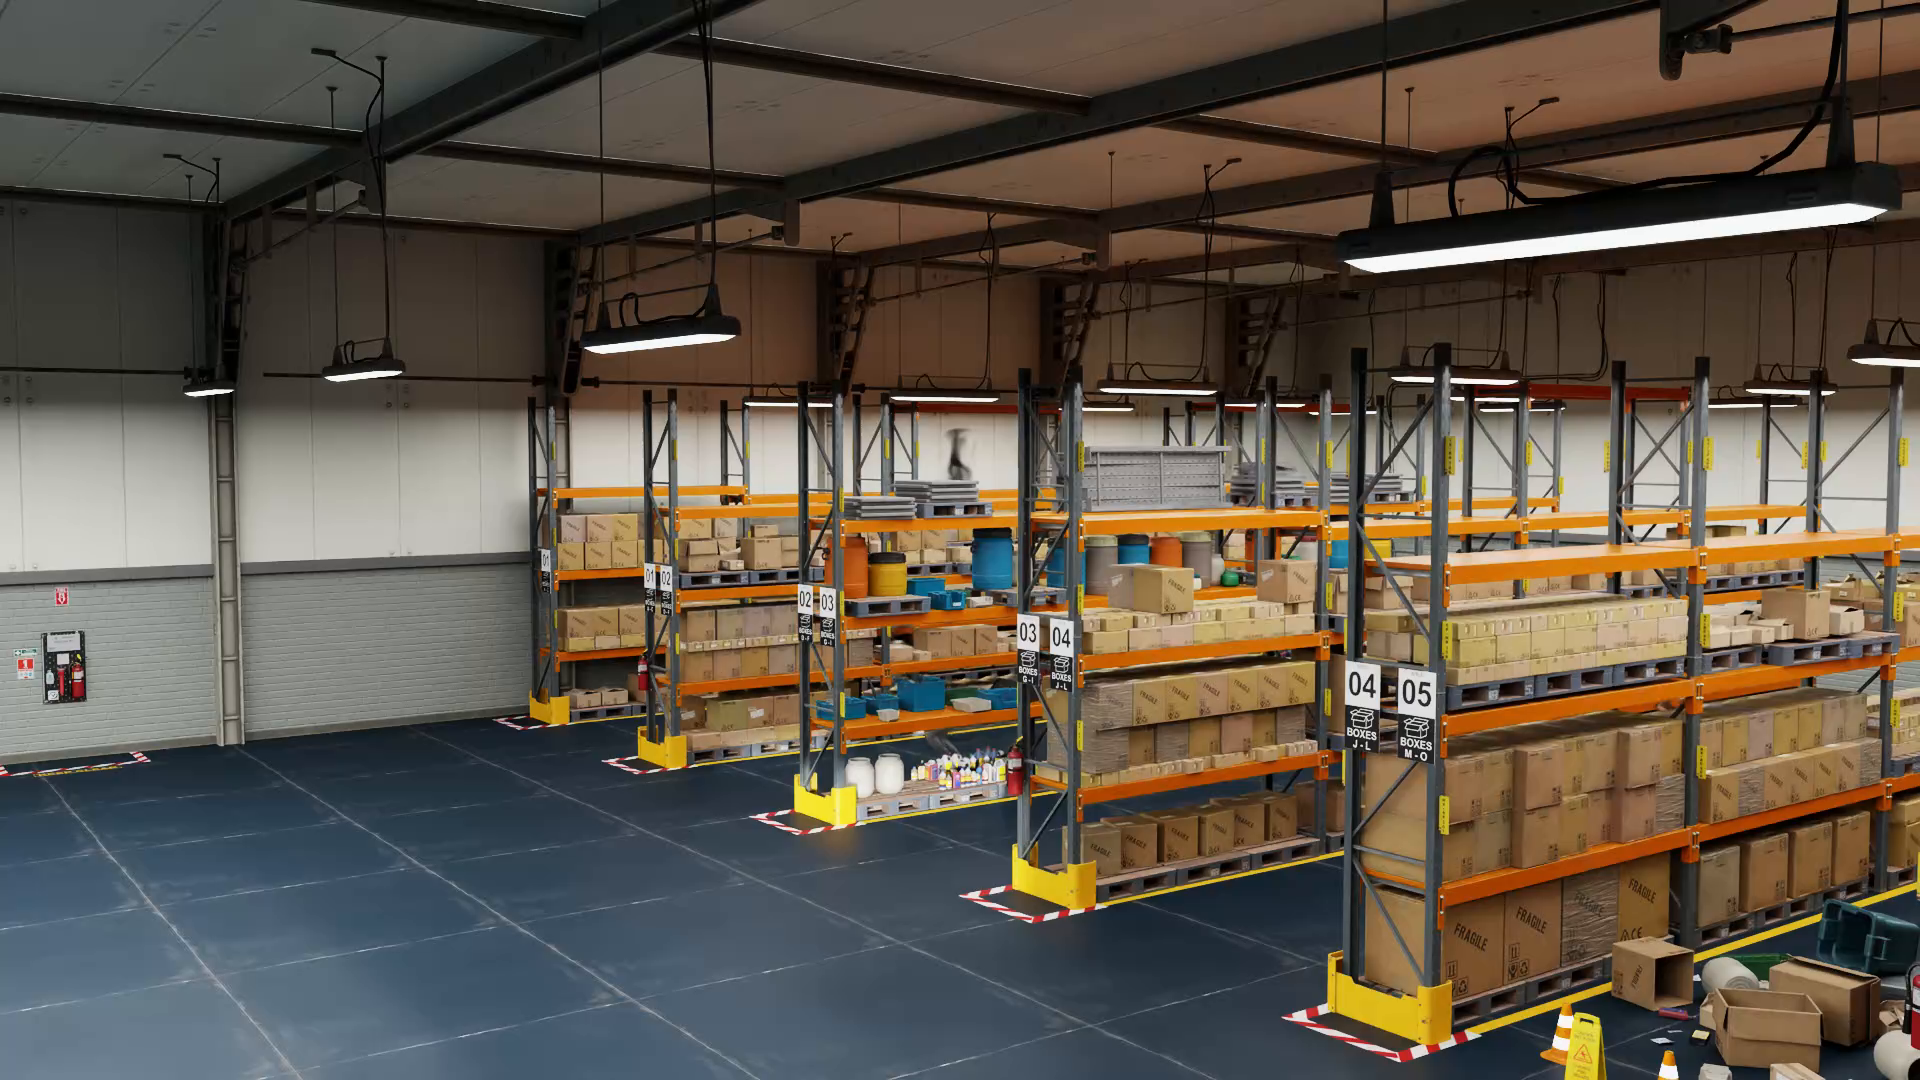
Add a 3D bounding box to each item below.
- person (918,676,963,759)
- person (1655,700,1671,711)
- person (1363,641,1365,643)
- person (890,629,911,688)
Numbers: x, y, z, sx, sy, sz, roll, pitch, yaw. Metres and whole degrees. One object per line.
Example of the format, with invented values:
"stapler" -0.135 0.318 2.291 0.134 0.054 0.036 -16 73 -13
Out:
"person" -0.312 2.865 26.147 0.909 1.496 0.607 -2 4 -31
"person" 9.790 2.995 23.187 0.667 1.600 0.509 -2 4 -32
"person" 8.952 2.140 36.735 0.691 1.743 0.877 -2 4 -26
"person" -1.228 2.515 32.310 0.656 1.534 0.574 -3 5 -42
